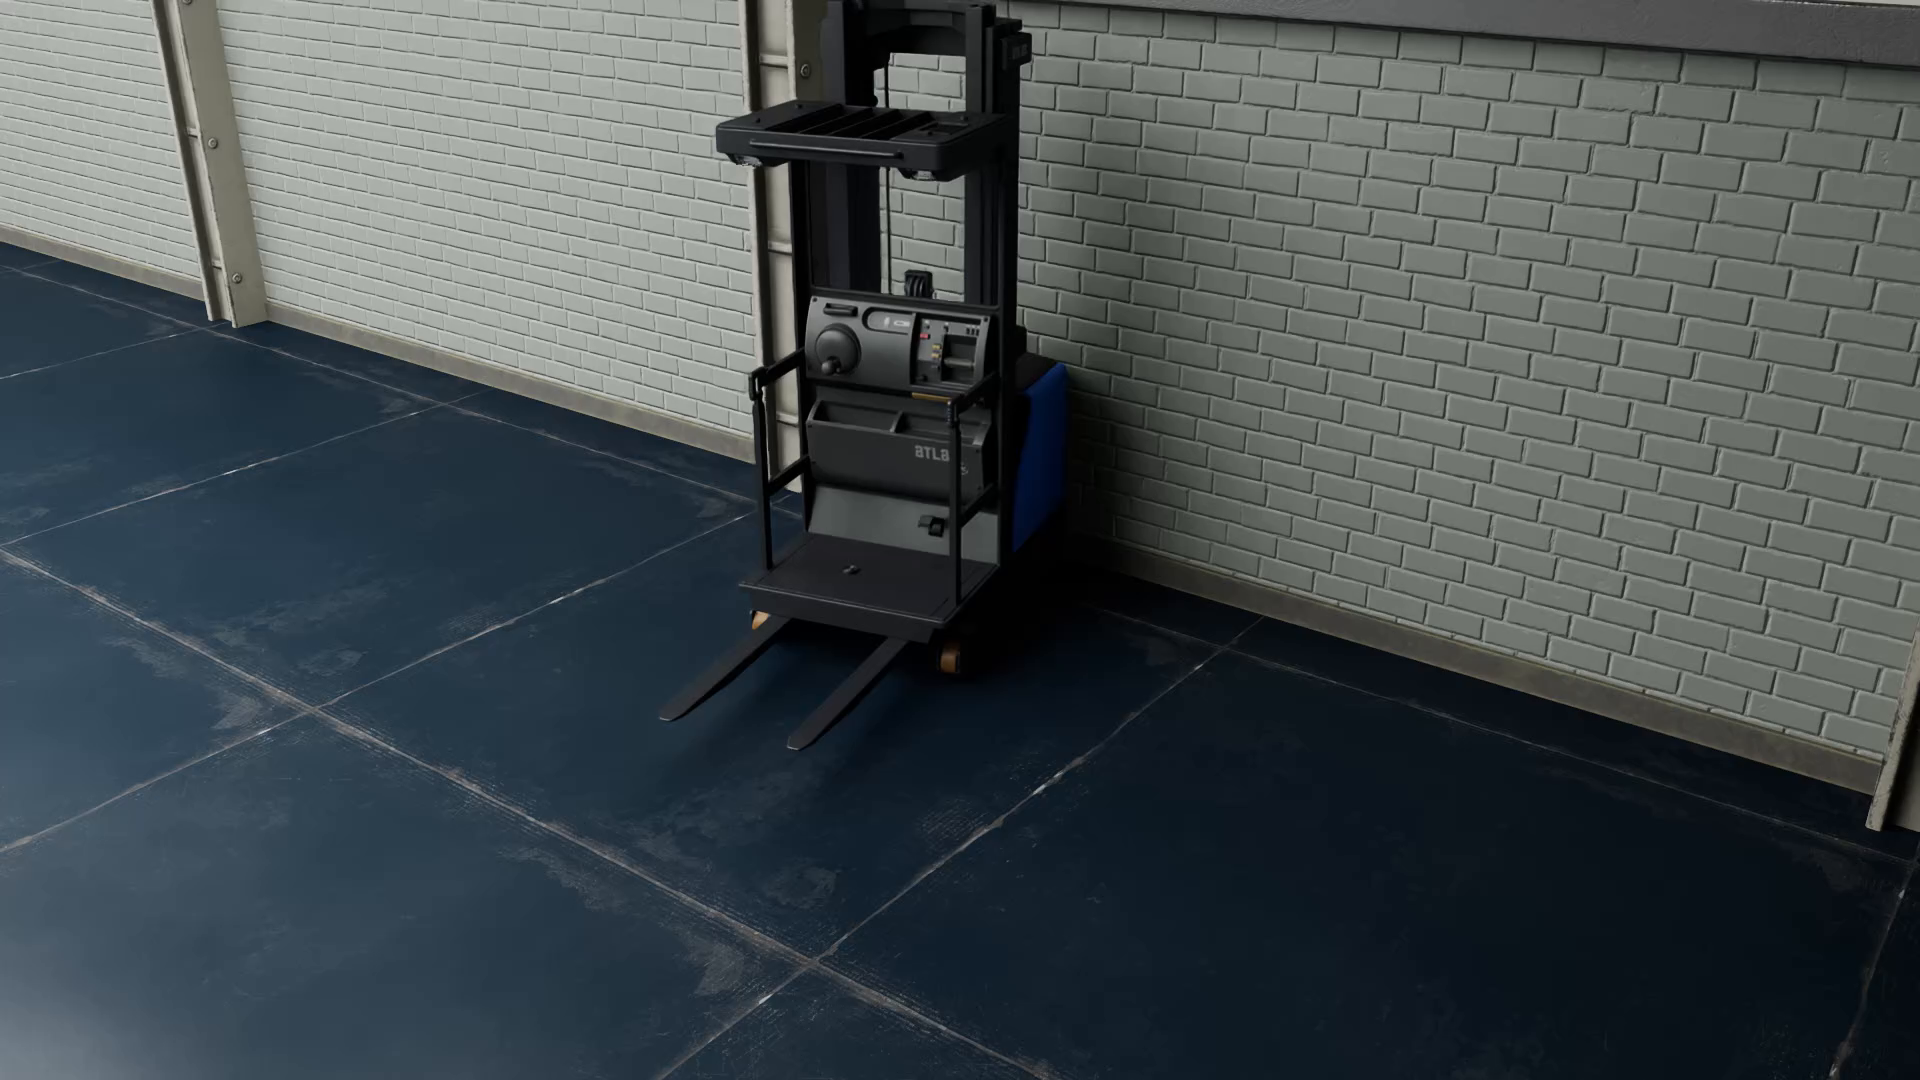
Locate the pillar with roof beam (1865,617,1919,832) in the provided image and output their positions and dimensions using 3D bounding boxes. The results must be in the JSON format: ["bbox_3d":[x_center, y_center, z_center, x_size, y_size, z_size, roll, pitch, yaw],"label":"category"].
[{"bbox_3d":[1.288,-1.584,1.684,0.400,9.000,9.100,17,29,33],"label":"pillar with roof beam"}]

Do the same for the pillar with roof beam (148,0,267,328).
[{"bbox_3d":[-8.315,-4.486,8.270,0.400,9.000,9.100,17,29,33],"label":"pillar with roof beam"}]

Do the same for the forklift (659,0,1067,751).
[{"bbox_3d":[-0.378,-0.898,7.653,1.130,2.935,3.031,10,26,21],"label":"forklift"}]

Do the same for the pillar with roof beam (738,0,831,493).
[{"bbox_3d":[-3.514,-3.035,4.977,0.400,9.000,9.100,17,29,33],"label":"pillar with roof beam"}]
